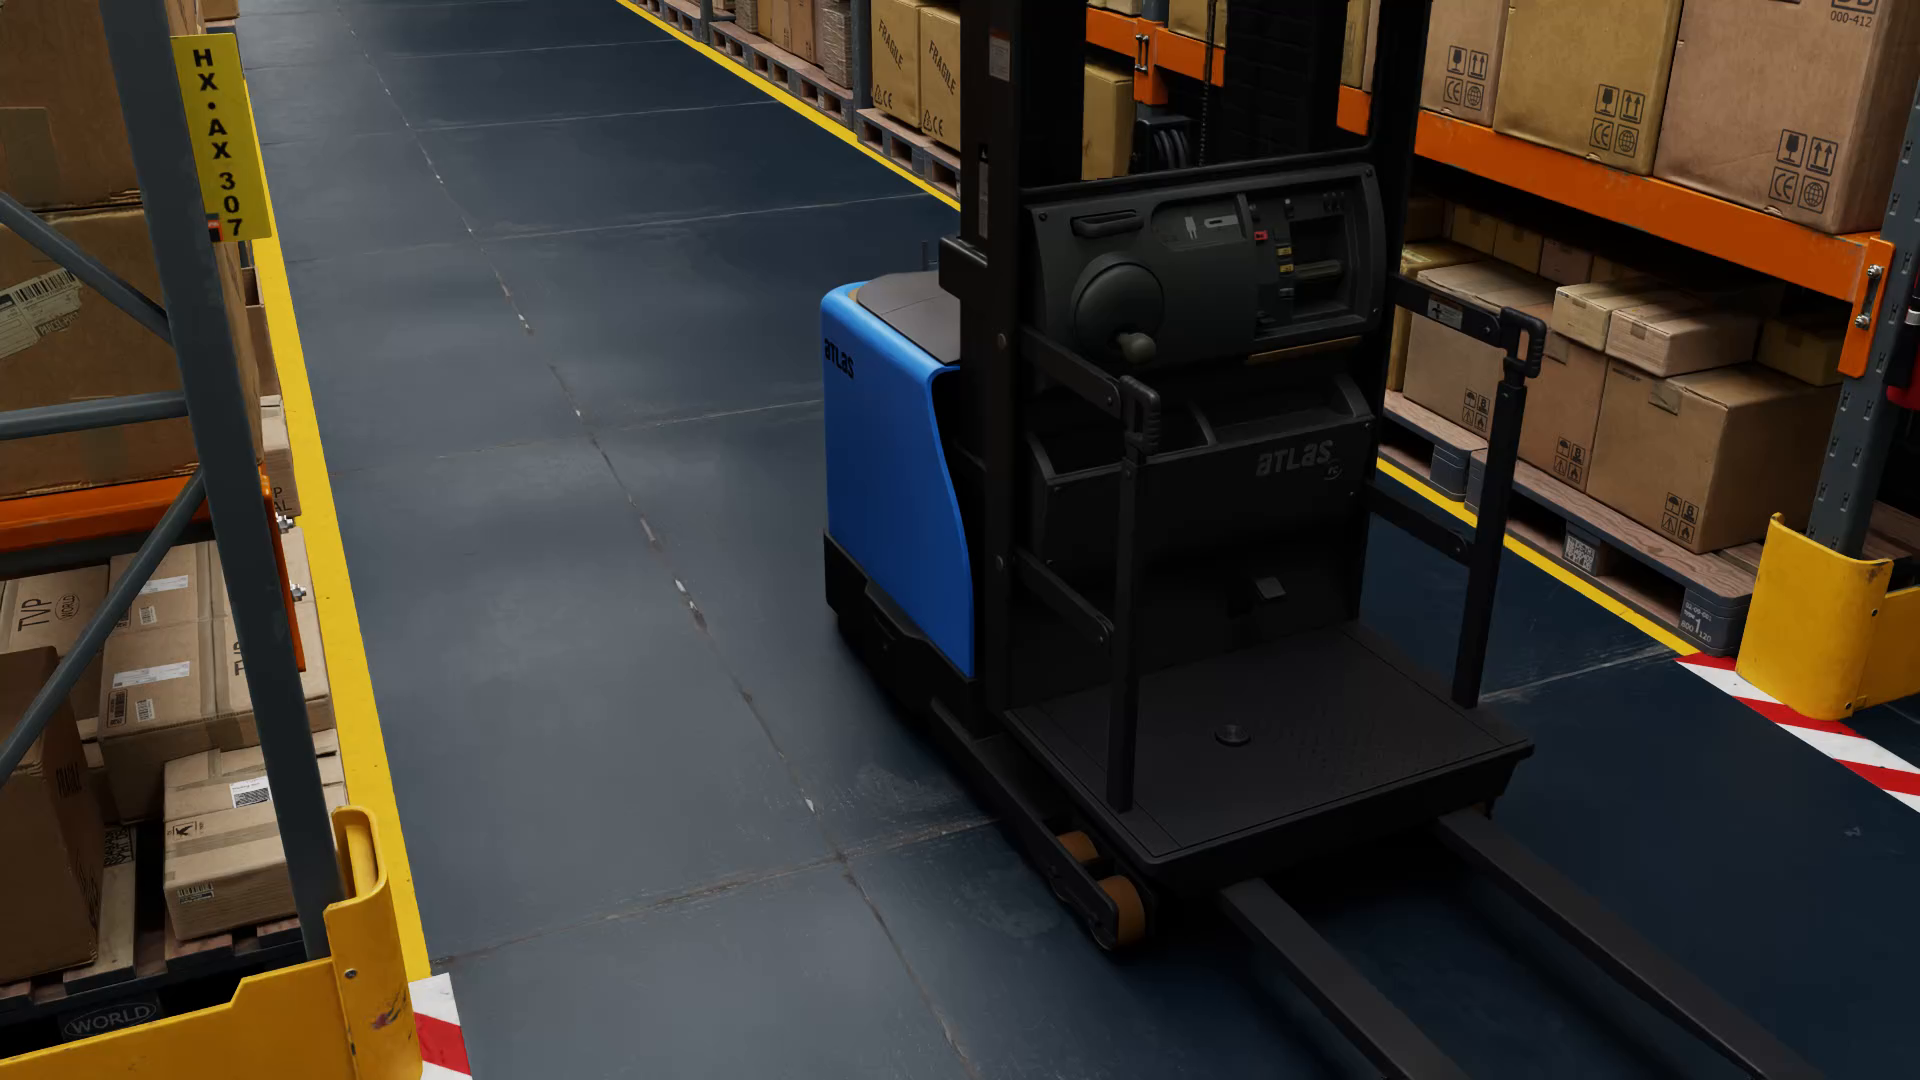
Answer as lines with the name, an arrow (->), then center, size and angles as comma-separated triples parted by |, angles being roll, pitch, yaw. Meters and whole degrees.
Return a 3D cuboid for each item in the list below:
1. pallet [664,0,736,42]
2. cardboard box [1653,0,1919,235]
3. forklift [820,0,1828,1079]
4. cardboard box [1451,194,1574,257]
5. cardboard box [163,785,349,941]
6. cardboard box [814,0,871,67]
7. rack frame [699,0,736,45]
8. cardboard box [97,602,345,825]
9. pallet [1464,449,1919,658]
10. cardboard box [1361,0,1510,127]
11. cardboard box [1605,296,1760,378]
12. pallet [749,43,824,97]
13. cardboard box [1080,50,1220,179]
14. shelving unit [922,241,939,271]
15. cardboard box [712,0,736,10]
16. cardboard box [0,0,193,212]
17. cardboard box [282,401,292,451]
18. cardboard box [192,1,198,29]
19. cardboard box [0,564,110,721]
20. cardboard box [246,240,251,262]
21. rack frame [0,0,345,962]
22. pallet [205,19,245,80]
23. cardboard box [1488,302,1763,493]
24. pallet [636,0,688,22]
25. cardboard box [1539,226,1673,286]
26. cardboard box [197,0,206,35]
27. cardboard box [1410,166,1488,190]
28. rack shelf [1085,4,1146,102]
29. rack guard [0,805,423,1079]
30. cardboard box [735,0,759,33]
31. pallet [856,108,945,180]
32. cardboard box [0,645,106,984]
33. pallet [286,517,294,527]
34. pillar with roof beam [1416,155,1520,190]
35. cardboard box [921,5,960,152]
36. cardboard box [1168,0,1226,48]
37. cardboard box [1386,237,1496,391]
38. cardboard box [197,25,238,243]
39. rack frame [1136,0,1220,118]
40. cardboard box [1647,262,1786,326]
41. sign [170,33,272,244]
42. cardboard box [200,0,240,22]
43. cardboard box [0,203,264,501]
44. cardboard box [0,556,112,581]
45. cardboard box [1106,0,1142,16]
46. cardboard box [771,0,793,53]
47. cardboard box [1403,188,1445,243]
pallet -> -2.114, -4.862, 15.468 | 1.003, 0.211, 1.213 | -11, 28, -21
cardboard box -> 2.672, -1.345, 4.744 | 0.980, 0.700, 0.700 | -9, 28, -18
forklift -> 0.681, -0.598, 3.635 | 1.130, 2.935, 3.031 | -12, 29, -23
cardboard box -> 2.151, -1.226, 6.473 | 0.380, 0.149, 0.250 | -11, 28, -22
cardboard box -> -1.524, 0.702, 3.641 | 0.380, 0.149, 0.250 | -11, 28, -21
cardboard box -> -0.677, -3.820, 12.502 | 0.700, 0.500, 0.500 | -11, 28, -21
rack frame -> -1.819, -5.850, 14.314 | 1.000, 3.000, 0.127 | -11, 28, -21
cardboard box -> -1.824, 0.414, 4.115 | 0.500, 0.250, 0.500 | -11, 28, -21
pallet -> 2.495, -0.062, 5.637 | 1.003, 0.211, 1.213 | -11, 28, -21
cardboard box -> 2.086, -1.946, 5.975 | 0.980, 0.700, 0.700 | -12, 28, -23
cardboard box -> 2.296, -0.649, 5.291 | 0.380, 0.149, 0.250 | -11, 28, -21
pallet -> -1.031, -3.790, 13.272 | 1.003, 0.211, 1.213 | -11, 28, -21
cardboard box -> 0.940, -2.084, 8.570 | 0.750, 0.750, 0.750 | -10, 28, -20
shelving unit -> 0.021, -0.450, 5.475 | 0.215, 1.050, 0.252 | -11, 28, -21
cardboard box -> -2.056, -4.986, 15.271 | 0.380, 0.166, 0.250 | -15, 30, -27
cardboard box -> -1.607, -0.872, 2.864 | 0.500, 0.500, 0.500 | -10, 28, -19
cardboard box -> -2.556, -0.362, 5.821 | 0.380, 0.149, 0.250 | -11, 28, -21
cardboard box -> -2.210, -1.490, 4.128 | 0.500, 0.500, 0.500 | -11, 28, -21
cardboard box -> -2.460, 0.319, 4.311 | 0.500, 0.250, 0.500 | -11, 28, -21
cardboard box -> -3.616, -1.496, 7.743 | 0.500, 0.500, 0.500 | -10, 28, -20
rack frame -> -1.676, -0.153, 2.645 | 1.000, 3.000, 0.127 | -11, 28, -21
pallet -> -3.455, -2.023, 6.694 | 1.003, 0.211, 1.213 | -11, 28, -21
cardboard box -> 2.318, -0.539, 5.805 | 0.700, 0.500, 0.500 | -11, 28, -21
pallet -> -2.596, -5.356, 16.479 | 1.003, 0.211, 1.213 | -11, 28, -21
cardboard box -> 2.350, -1.020, 6.052 | 0.380, 0.149, 0.250 | -10, 28, -20
cardboard box -> -2.608, -1.448, 5.182 | 0.500, 0.500, 0.500 | -10, 28, -19
cardboard box -> 1.950, -1.432, 6.896 | 0.380, 0.149, 0.250 | -12, 28, -22
rack shelf -> 0.531, -3.105, 9.511 | 1.077, 0.370, 4.000 | -11, 28, -21
rack guard -> -1.706, 0.939, 3.257 | 1.175, 0.500, 0.348 | -11, 28, -21
cardboard box -> -1.515, -4.631, 14.163 | 0.700, 0.500, 0.500 | -10, 28, -19
pallet -> -0.013, -2.651, 10.940 | 1.003, 0.211, 1.213 | -11, 28, -21
cardboard box -> -2.116, 0.595, 3.460 | 0.500, 0.500, 0.500 | -11, 28, -21
pallet -> -2.493, 0.256, 4.986 | 1.003, 0.211, 1.213 | -11, 28, -21
pillar with roof beam -> -1.577, -4.443, 4.593 | 9.100, 9.000, 0.400 | -11, 28, -21
cardboard box -> 0.252, -2.784, 10.005 | 0.750, 0.750, 0.750 | -11, 28, -21
cardboard box -> 1.511, -2.534, 7.179 | 0.980, 0.700, 0.700 | -10, 28, -20
cardboard box -> 1.905, -0.956, 6.659 | 0.700, 0.500, 0.500 | -10, 28, -19
cardboard box -> -2.202, -1.035, 4.338 | 0.500, 0.500, 0.500 | -10, 28, -20
rack frame -> 1.314, -2.621, 7.699 | 1.000, 3.000, 0.127 | -11, 28, -21
cardboard box -> 2.548, -0.817, 5.635 | 0.380, 0.149, 0.250 | -10, 28, -20
sign -> -1.177, -0.636, 2.646 | 0.100, 0.325, 0.005 | -11, 28, -21
cardboard box -> -3.222, -2.232, 6.309 | 0.700, 0.500, 0.500 | -22, 34, -37
cardboard box -> -1.607, -0.423, 3.083 | 0.500, 0.500, 0.500 | -10, 28, -20
cardboard box -> -2.502, -0.087, 4.852 | 0.797, 0.503, 0.637 | -11, 28, -21
cardboard box -> 0.921, -2.605, 7.930 | 0.380, 0.149, 0.250 | -10, 28, -20
cardboard box -> -1.104, -4.218, 13.317 | 0.700, 0.500, 0.500 | -10, 28, -20
cardboard box -> 1.683, -1.278, 6.580 | 0.380, 0.149, 0.250 | -11, 28, -22
